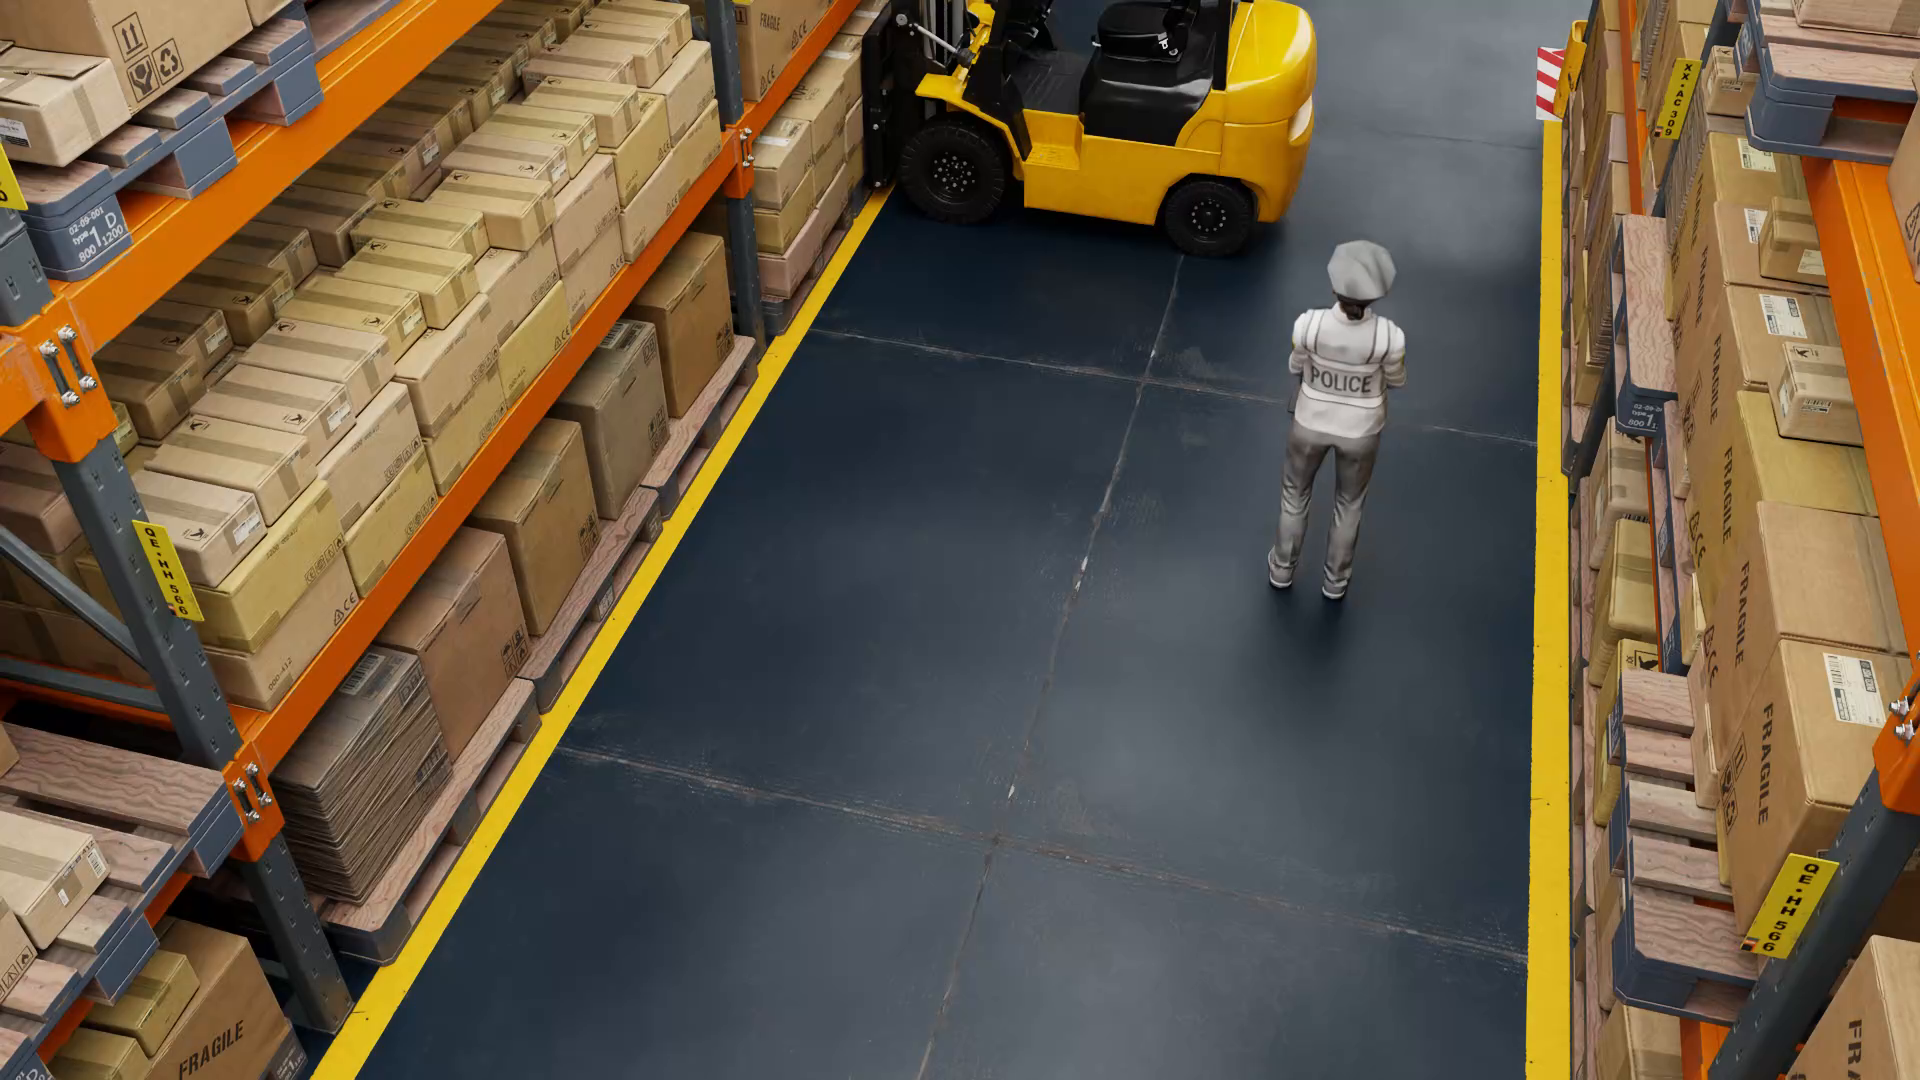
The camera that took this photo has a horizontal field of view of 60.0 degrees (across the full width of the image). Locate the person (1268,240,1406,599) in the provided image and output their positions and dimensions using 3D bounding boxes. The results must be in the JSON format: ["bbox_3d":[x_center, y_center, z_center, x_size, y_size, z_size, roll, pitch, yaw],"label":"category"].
[{"bbox_3d":[1.528,-0.506,6.719,0.459,1.686,0.551,11,42,12],"label":"person"}]
